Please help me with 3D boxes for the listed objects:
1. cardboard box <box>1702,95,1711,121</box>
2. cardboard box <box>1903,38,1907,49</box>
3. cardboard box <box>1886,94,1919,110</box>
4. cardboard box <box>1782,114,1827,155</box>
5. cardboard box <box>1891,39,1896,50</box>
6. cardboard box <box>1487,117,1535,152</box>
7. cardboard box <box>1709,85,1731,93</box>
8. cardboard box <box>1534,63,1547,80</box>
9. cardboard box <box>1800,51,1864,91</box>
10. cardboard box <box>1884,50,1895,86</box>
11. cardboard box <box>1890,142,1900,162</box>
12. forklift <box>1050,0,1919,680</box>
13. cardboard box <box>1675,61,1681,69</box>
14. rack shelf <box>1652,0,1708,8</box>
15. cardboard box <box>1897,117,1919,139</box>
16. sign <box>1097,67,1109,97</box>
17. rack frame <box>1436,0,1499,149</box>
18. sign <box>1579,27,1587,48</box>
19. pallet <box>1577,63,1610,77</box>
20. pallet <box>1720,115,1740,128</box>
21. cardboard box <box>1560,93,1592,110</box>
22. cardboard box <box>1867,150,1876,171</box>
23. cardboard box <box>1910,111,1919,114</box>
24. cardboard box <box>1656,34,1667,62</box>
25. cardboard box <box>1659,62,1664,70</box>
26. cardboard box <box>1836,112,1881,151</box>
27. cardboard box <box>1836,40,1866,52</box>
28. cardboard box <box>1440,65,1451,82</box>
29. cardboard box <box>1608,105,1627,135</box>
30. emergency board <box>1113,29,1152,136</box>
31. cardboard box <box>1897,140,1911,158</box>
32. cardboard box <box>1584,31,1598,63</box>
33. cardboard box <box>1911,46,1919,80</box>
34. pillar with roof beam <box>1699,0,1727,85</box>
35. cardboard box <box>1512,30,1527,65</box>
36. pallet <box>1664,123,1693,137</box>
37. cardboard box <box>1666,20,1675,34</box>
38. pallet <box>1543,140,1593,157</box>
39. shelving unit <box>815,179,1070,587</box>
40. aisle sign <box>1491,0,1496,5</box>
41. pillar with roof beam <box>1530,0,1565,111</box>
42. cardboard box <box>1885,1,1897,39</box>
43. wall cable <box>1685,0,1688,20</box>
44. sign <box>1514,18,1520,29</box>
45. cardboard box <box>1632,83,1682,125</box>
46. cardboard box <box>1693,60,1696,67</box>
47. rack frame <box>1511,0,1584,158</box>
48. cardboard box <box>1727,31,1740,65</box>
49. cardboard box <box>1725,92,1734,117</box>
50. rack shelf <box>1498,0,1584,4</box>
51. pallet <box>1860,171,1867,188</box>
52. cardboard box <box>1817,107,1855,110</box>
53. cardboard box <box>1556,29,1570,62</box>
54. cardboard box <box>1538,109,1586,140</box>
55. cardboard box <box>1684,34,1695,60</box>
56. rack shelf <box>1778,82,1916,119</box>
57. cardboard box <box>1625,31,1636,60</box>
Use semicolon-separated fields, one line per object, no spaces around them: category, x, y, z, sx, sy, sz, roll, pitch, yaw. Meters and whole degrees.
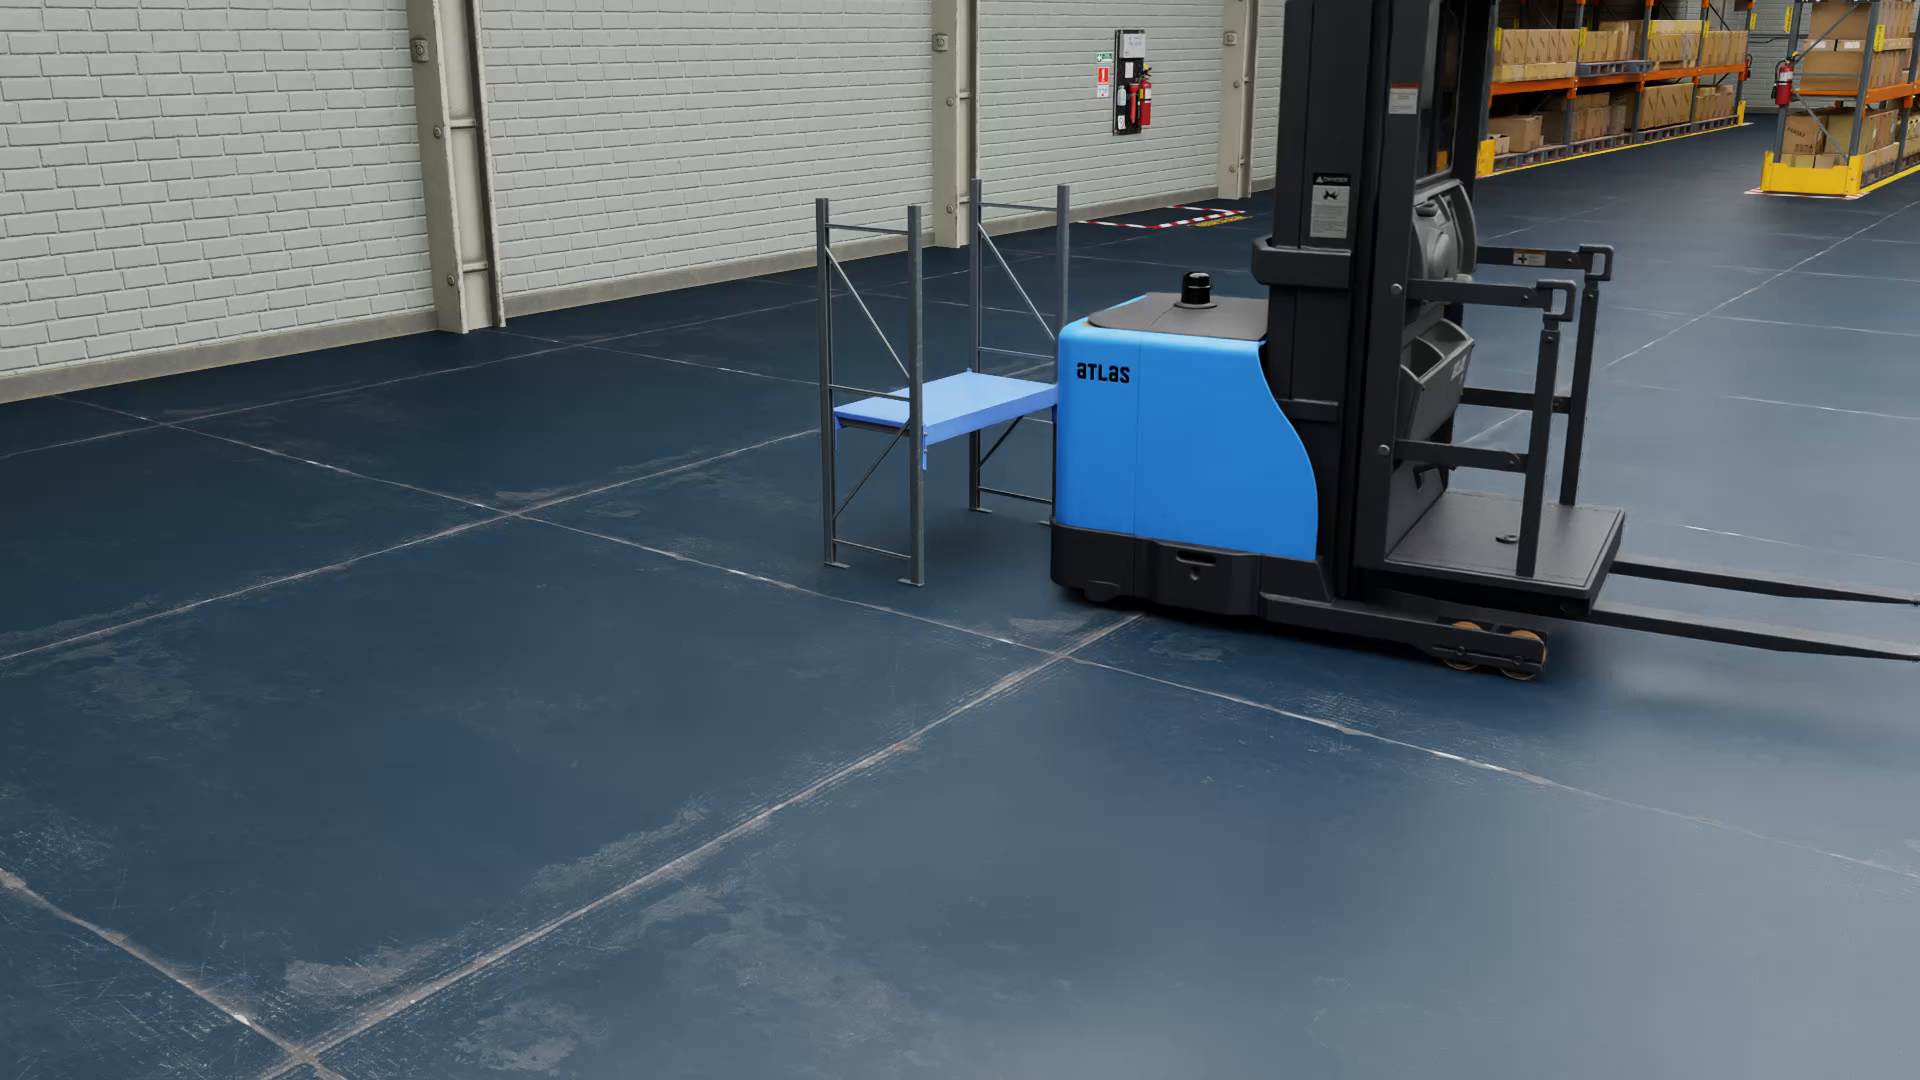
cardboard box;15.367;-9.116;35.048;0.700;0.500;0.500;12;21;34
cardboard box;13.458;-7.184;24.057;0.380;0.149;0.250;12;21;33
cardboard box;16.533;-7.656;29.048;0.500;0.250;0.500;13;22;37
cardboard box;11.448;-5.523;22.636;0.500;0.500;0.500;12;21;35
cardboard box;12.847;-6.939;23.269;0.380;0.149;0.250;13;22;36
cardboard box;8.688;-6.439;26.394;0.700;0.500;0.500;11;20;31
cardboard box;16.501;-9.791;36.129;0.380;0.149;0.250;13;22;36
cardboard box;8.842;-7.337;26.030;0.500;0.250;0.500;13;21;35
cardboard box;11.656;-6.254;22.157;0.700;0.500;0.500;12;21;35
cardboard box;12.880;-6.746;23.740;0.700;0.500;0.500;13;21;35
cardboard box;13.650;-5.789;24.755;0.500;0.250;0.500;12;21;35
forklift;1.904;-1.100;5.844;3.031;2.935;1.130;9;19;26
cardboard box;13.932;-9.351;32.689;0.380;0.149;0.250;12;21;35
rack shelf;13.345;-10.443;31.969;1.077;0.370;4.000;12;21;35
cardboard box;14.499;-6.378;25.708;0.500;0.311;0.500;12;21;34
sign;1.619;-5.184;18.820;0.001;0.329;0.234;12;21;35
rack frame;7.387;-6.972;24.637;1.000;3.000;0.127;12;21;35
sign;10.210;-8.244;27.274;0.100;0.325;0.005;12;21;35
pallet;10.342;-7.990;28.237;1.003;0.211;1.213;12;21;35
pallet;16.507;-9.247;36.665;1.003;0.211;1.213;12;21;35
cardboard box;10.762;-7.708;29.214;0.500;0.250;0.500;12;21;33
cardboard box;12.459;-5.312;23.220;0.500;0.250;0.500;12;21;35
cardboard box;15.715;-6.865;27.275;0.500;0.311;0.500;12;21;34
cardboard box;12.968;-9.270;31.334;0.500;0.500;0.500;13;22;36
cardboard box;13.280;-9.116;31.931;0.380;0.149;0.250;13;21;36
cardboard box;12.449;-5.672;23.116;0.500;0.500;0.500;12;21;35
cardboard box;11.774;-6.511;21.889;0.380;0.149;0.250;12;21;34
cardboard box;7.510;-7.056;25.125;0.500;0.250;0.500;13;21;35
cardboard box;11.766;-7.713;30.497;0.700;0.500;0.500;13;21;35
emergency board;2.031;-5.281;19.191;0.194;1.169;0.643;12;21;35
cardboard box;14.190;-5.990;25.403;0.500;0.250;0.500;12;21;33
cardboard box;10.439;-8.430;28.421;0.700;0.500;0.500;15;23;40
cardboard box;15.147;-7.648;26.646;0.500;0.500;0.500;11;20;32
pillar with roof beam;21.292;-13.683;36.133;9.100;9.000;0.400;12;21;35
cardboard box;8.215;-7.445;25.114;0.500;0.500;0.500;12;21;35
pallet;14.138;-8.301;33.620;1.003;0.211;1.213;12;21;35
cardboard box;13.245;-9.745;31.600;0.500;0.250;0.500;13;21;35
pallet;10.233;-6.779;28.717;1.003;0.211;1.213;12;21;35
shelving unit;-0.051;-0.696;6.956;0.538;1.500;1.048;12;21;35
aisle sign;7.585;-8.143;24.026;0.394;0.787;0.004;12;21;35
pillar with roof beam;14.142;-10.825;26.929;9.100;9.000;0.400;12;21;35
cardboard box;12.594;-7.252;23.183;0.700;0.500;0.500;12;21;35
wall cable;16.923;-11.740;38.279;0.084;1.984;1.851;12;21;35
sign;9.322;-8.575;27.847;0.100;0.325;0.005;12;21;35
cardboard box;13.727;-8.614;32.842;0.750;0.750;0.750;13;22;36
cardboard box;14.563;-9.589;33.455;0.380;0.149;0.250;13;21;35
rack frame;9.770;-7.925;27.705;1.000;3.000;0.127;12;21;35
cardboard box;16.200;-10.628;35.903;0.980;0.700;0.700;12;21;34
cardboard box;16.583;-9.605;36.624;0.700;0.500;0.500;12;21;35
rack shelf;8.578;-8.537;25.833;1.077;0.370;4.000;12;21;35
pallet;11.789;-4.956;22.845;1.003;0.211;1.213;12;21;35
cardboard box;12.931;-6.120;24.558;0.500;0.500;0.500;12;21;35
cardboard box;9.444;-7.934;26.689;0.500;0.500;0.500;12;21;34
cardboard box;10.463;-7.251;29.010;0.700;0.500;0.500;12;21;34
cardboard box;14.168;-9.752;32.885;0.500;0.500;0.500;13;21;35
rack shelf;12.559;-6.230;23.462;1.077;0.370;4.000;12;21;35
cardboard box;11.881;-9.022;30.327;0.700;0.500;0.500;10;20;28
